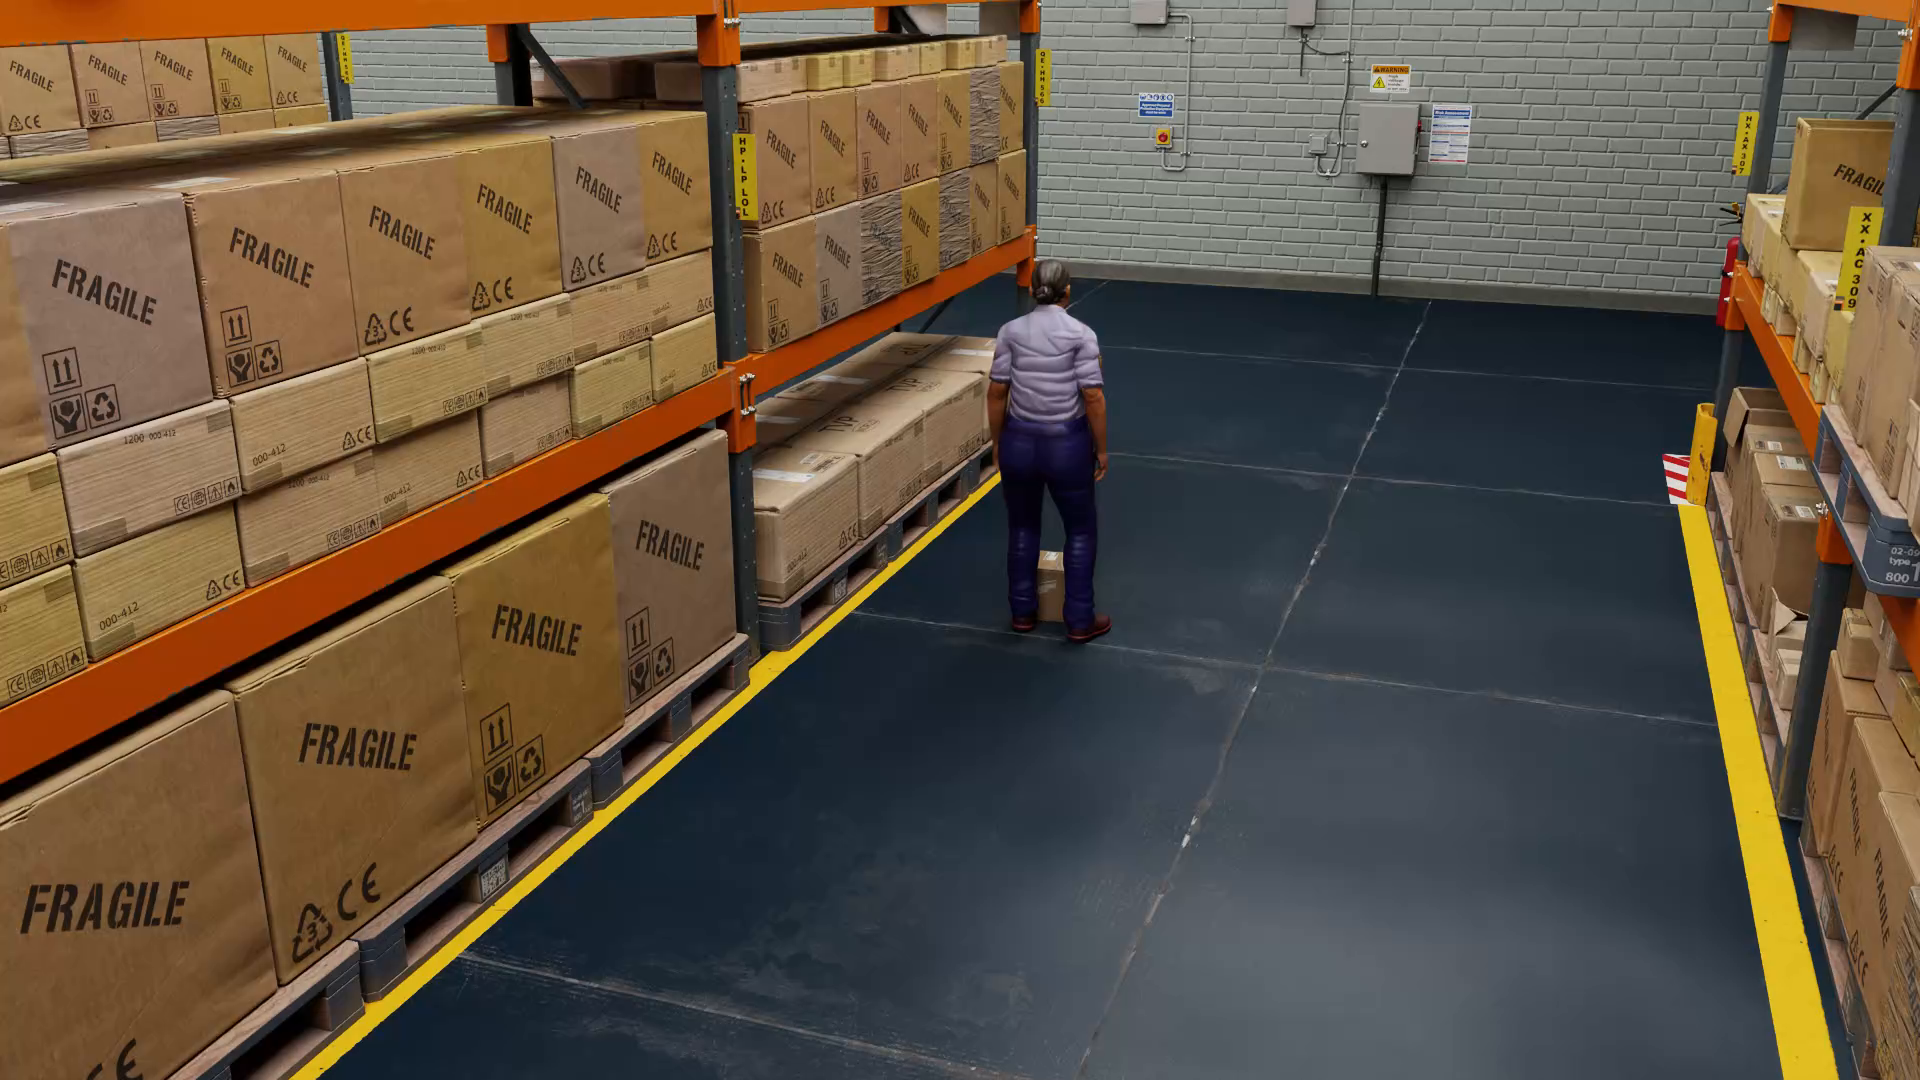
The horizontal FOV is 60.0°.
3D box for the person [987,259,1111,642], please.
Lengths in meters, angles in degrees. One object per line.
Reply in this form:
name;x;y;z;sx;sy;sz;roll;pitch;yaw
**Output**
person;0.392;-0.382;7.198;0.543;1.652;0.414;6;20;18
